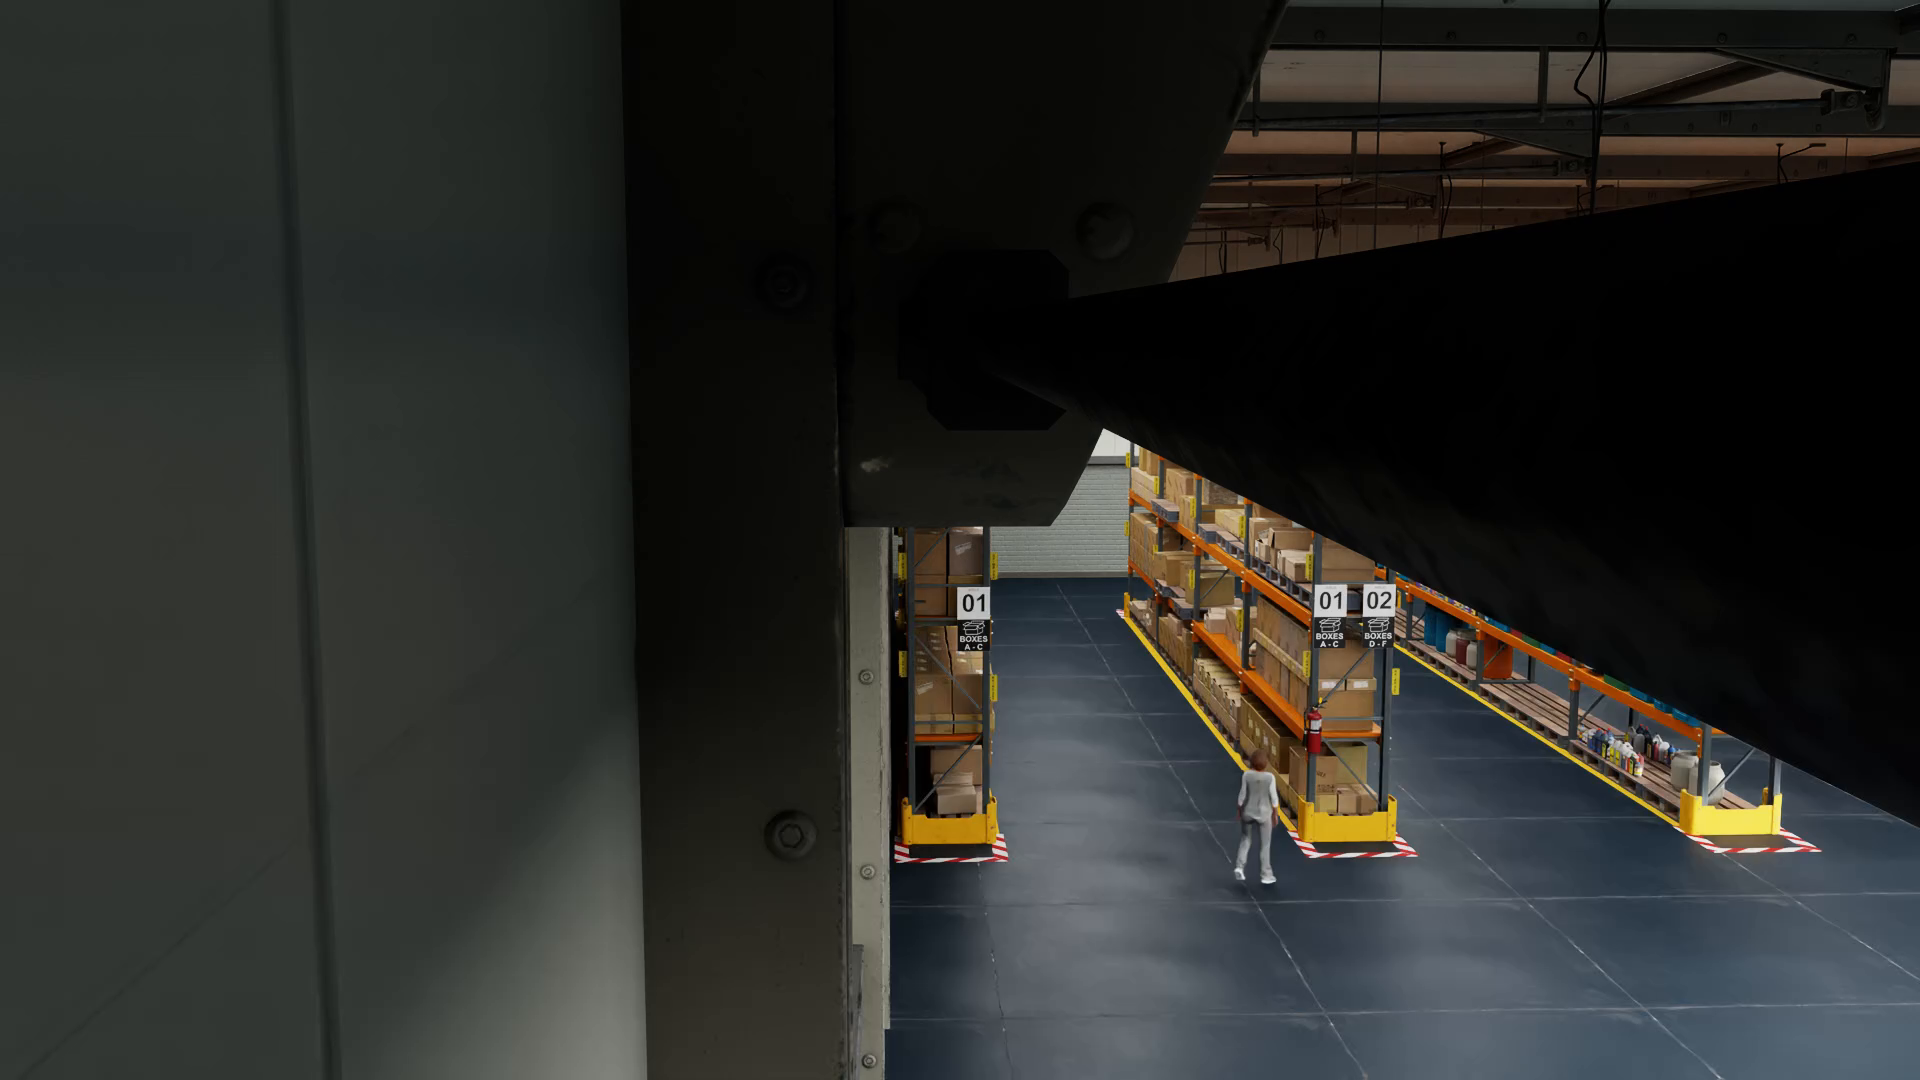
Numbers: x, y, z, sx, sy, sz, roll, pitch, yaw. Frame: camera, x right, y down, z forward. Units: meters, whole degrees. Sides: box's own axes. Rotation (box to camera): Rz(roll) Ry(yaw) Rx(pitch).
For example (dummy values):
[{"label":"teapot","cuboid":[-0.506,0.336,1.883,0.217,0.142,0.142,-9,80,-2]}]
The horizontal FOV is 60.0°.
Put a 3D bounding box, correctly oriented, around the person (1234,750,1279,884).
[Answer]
[{"label":"person","cuboid":[3.373,3.141,18.891,0.493,1.601,0.516,4,8,29]}]
